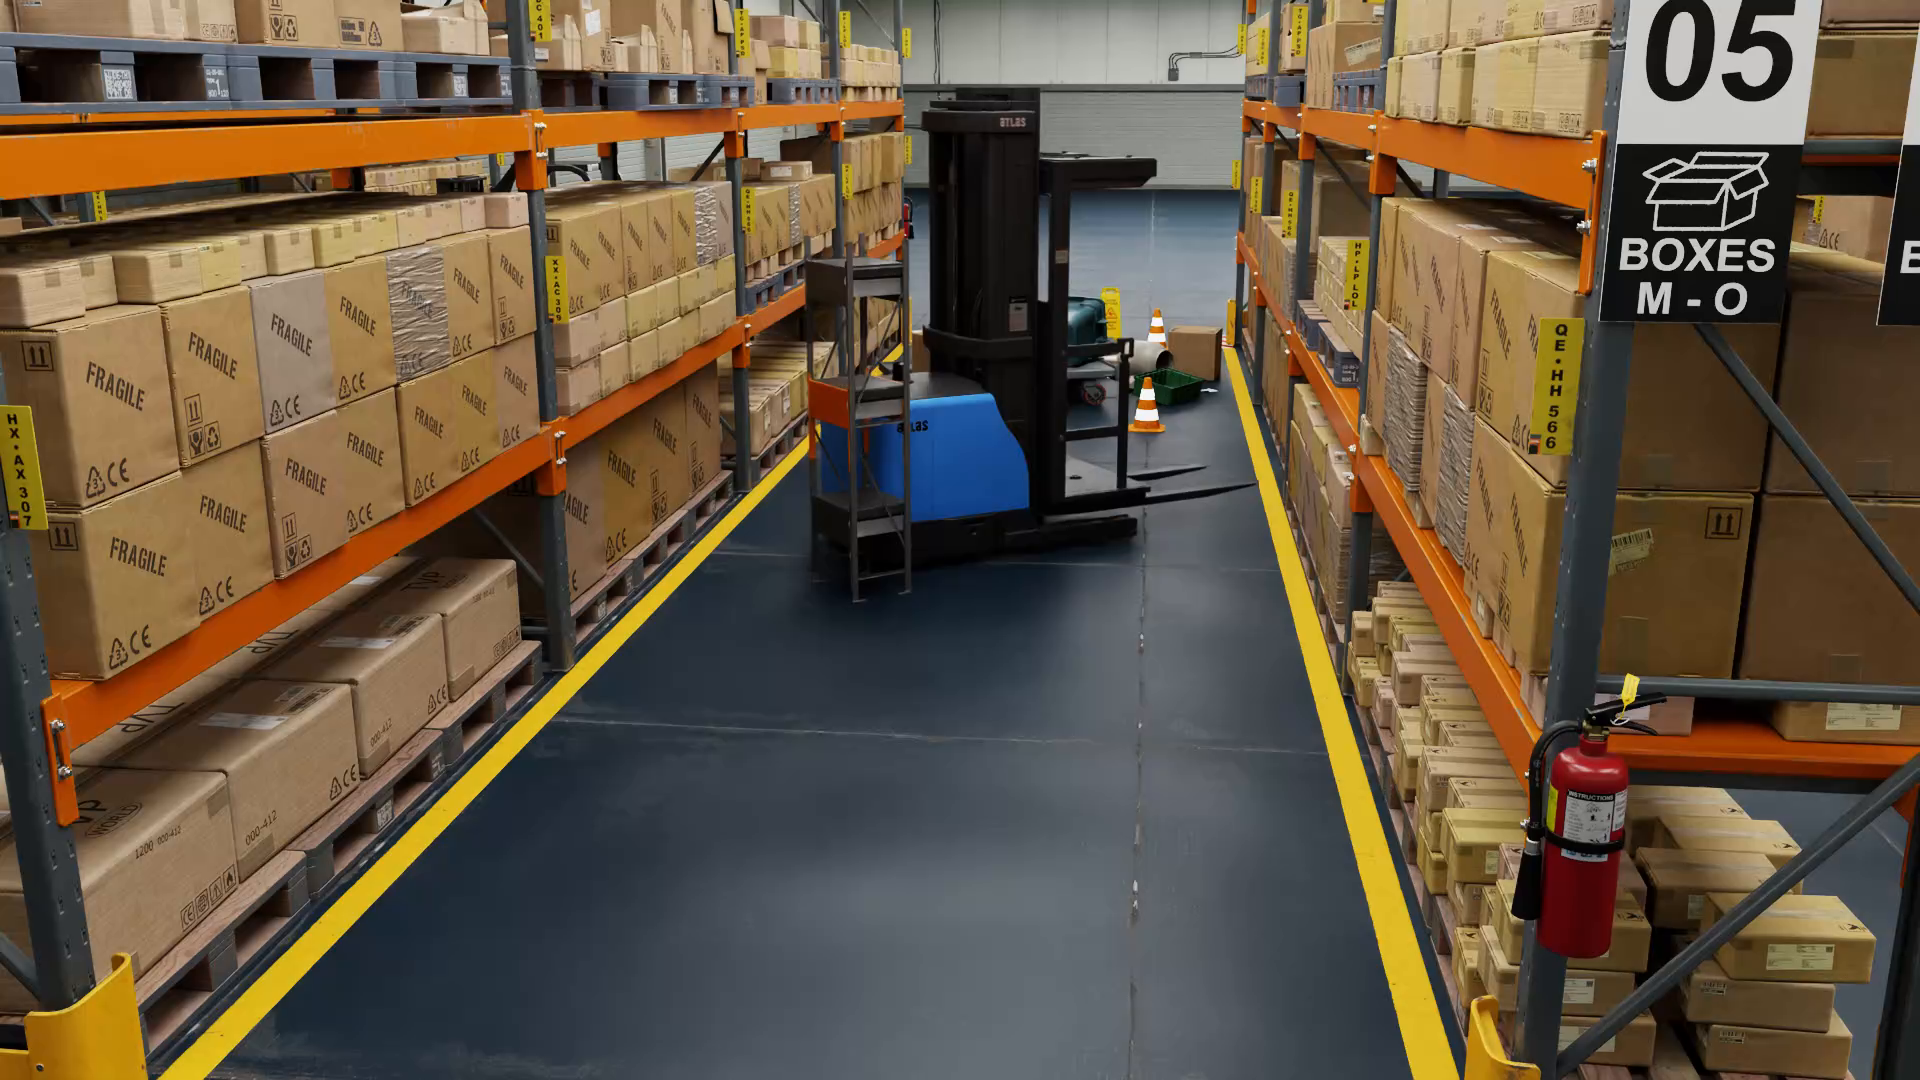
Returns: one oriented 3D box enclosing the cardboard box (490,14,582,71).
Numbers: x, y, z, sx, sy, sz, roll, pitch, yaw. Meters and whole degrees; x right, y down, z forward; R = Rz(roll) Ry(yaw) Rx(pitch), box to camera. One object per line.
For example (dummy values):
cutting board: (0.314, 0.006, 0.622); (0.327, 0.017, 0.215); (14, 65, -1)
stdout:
cardboard box: (-2.118, -2.490, 8.330); (0.396, 0.266, 0.258); (2, 15, 6)

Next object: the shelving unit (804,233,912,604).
shelving unit: (-0.599, -0.723, 9.814); (0.431, 2.100, 0.503); (-10, 18, -32)

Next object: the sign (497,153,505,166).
sign: (-5.563, -4.696, 20.109); (0.100, 0.325, 0.005); (2, 15, 6)

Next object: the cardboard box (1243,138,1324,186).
cardboard box: (3.681, -4.276, 18.872); (0.875, 0.550, 0.550); (2, 15, 6)

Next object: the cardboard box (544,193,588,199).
cardboard box: (-2.550, -1.839, 10.108); (0.500, 0.500, 0.500); (2, 15, 7)

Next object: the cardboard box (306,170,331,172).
cardboard box: (-6.764, -3.801, 17.468); (0.380, 0.149, 0.250); (1, 15, 5)

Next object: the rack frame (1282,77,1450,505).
rack frame: (2.859, -1.702, 11.711); (1.000, 3.000, 0.127); (2, 15, 6)

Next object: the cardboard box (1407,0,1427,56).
cardboard box: (2.054, -2.035, 6.524); (0.500, 0.250, 0.500); (2, 15, 6)

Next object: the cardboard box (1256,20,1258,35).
cardboard box: (3.206, -5.201, 16.859); (0.380, 0.149, 0.250); (2, 15, 7)

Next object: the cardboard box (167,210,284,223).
cardboard box: (-2.910, -1.222, 6.583); (0.380, 0.149, 0.250); (2, 15, 6)

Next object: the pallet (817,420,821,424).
pallet: (-1.706, -1.311, 15.607); (1.003, 0.211, 1.213); (2, 15, 6)

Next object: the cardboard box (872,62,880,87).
cardboard box: (-1.124, -4.879, 17.431); (0.500, 0.250, 0.500); (2, 15, 7)

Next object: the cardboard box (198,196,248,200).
cardboard box: (-6.916, -3.148, 15.624); (0.380, 0.149, 0.250); (2, 15, 6)

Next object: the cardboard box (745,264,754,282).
cardboard box: (-1.784, -2.055, 12.690); (0.380, 0.149, 0.250); (1, 15, 3)

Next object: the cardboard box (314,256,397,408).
cardboard box: (-2.479, -0.791, 6.235); (0.500, 0.500, 0.500); (2, 15, 6)

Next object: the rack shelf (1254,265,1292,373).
rack shelf: (3.085, -1.874, 13.723); (1.077, 0.370, 4.000); (2, 15, 6)

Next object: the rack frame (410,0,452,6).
rack frame: (-6.100, -6.938, 19.581); (1.000, 3.000, 0.127); (2, 15, 6)

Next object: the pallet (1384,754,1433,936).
pallet: (2.232, 1.174, 6.417); (1.003, 0.211, 1.213); (2, 15, 6)

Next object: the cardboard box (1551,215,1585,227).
cardboard box: (2.499, -0.943, 6.226); (0.500, 0.500, 0.500); (2, 15, 8)

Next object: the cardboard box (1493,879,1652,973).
cardboard box: (1.764, 1.114, 4.813); (0.380, 0.149, 0.250); (2, 15, 7)

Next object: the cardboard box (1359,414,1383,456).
cardboard box: (2.051, -0.480, 7.671); (0.380, 0.149, 0.250); (2, 15, 8)

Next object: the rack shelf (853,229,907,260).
rack shelf: (-1.394, -3.031, 18.002); (1.077, 0.370, 4.000); (2, 15, 6)

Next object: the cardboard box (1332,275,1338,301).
cardboard box: (2.492, -1.538, 10.211); (0.380, 0.149, 0.250); (2, 15, 6)

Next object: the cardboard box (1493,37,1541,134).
cardboard box: (1.795, -1.261, 4.621); (0.500, 0.250, 0.500); (2, 15, 6)

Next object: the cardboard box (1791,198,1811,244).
cardboard box: (8.431, -3.003, 15.759); (0.875, 0.500, 0.500); (2, 15, 6)

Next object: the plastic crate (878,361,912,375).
plastic crate: (-0.627, -1.833, 17.788); (0.402, 0.080, 0.583); (-4, 16, -13)

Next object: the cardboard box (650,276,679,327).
cardboard box: (-2.023, -1.457, 10.132); (0.500, 0.250, 0.500); (1, 15, 5)

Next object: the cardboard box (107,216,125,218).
cardboard box: (-6.646, -2.472, 13.123); (0.380, 0.149, 0.250); (2, 15, 7)

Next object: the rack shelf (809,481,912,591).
rack shelf: (-0.599, -0.034, 10.000); (0.431, 0.518, 0.480); (-10, 18, -32)

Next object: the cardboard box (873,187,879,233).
cardboard box: (-1.152, -3.549, 17.781); (0.500, 0.500, 0.500); (2, 15, 7)

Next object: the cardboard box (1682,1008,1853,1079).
cardboard box: (2.334, 1.420, 4.823); (0.380, 0.149, 0.250); (2, 15, 7)

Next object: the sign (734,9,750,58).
sign: (-1.520, -3.539, 11.616); (0.100, 0.325, 0.005); (2, 15, 6)

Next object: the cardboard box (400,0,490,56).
cardboard box: (-2.276, -2.244, 7.227); (0.396, 0.266, 0.258); (2, 15, 8)

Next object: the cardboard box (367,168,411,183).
cardboard box: (-6.154, -3.920, 17.908); (0.380, 0.149, 0.250); (2, 15, 6)

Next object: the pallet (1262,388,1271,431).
pallet: (3.298, -1.191, 15.163); (1.003, 0.211, 1.213); (2, 15, 6)

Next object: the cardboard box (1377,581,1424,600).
cardboard box: (2.163, 0.305, 7.806); (0.380, 0.149, 0.250); (2, 15, 9)

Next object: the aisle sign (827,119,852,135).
aisle sign: (-1.469, -5.177, 19.581); (0.394, 0.787, 0.004); (2, 15, 6)

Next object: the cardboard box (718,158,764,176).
cardboard box: (-2.024, -3.455, 15.386); (0.380, 0.149, 0.250); (2, 15, 6)

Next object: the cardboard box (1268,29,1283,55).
cardboard box: (3.111, -4.645, 15.569); (0.500, 0.250, 0.500); (2, 15, 6)

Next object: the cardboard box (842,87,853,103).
cardboard box: (-1.253, -4.326, 16.148); (0.380, 0.149, 0.250); (2, 15, 6)

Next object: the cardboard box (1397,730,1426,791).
cardboard box: (1.886, 0.849, 6.361); (0.380, 0.149, 0.250); (2, 15, 7)

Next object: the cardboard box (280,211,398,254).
cardboard box: (-2.448, -1.210, 6.539); (0.380, 0.149, 0.250); (1, 15, 5)

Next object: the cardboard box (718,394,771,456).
cardboard box: (-1.997, -0.902, 12.982); (0.950, 0.372, 0.625); (1, 15, 2)

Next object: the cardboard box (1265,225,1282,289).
cardboard box: (2.868, -2.399, 14.096); (0.500, 0.500, 0.500); (2, 15, 6)

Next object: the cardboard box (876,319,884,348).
cardboard box: (-1.112, -2.285, 18.328); (0.500, 0.250, 0.500); (1, 15, 4)

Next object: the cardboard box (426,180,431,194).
cardboard box: (-6.099, -3.910, 18.440); (0.380, 0.149, 0.250); (2, 15, 6)

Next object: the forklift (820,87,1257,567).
forklift: (0.613, -1.497, 11.082); (3.031, 2.935, 1.130); (-8, 17, -26)

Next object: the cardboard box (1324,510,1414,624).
cardboard box: (2.241, 0.140, 8.883); (0.500, 0.500, 0.500); (1, 15, 5)

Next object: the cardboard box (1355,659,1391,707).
cardboard box: (2.017, 0.663, 7.622); (0.380, 0.149, 0.250); (2, 15, 8)

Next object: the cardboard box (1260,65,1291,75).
cardboard box: (3.090, -4.554, 15.995); (0.380, 0.149, 0.250); (2, 15, 7)

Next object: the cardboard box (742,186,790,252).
cardboard box: (-1.685, -2.600, 13.464); (0.500, 0.500, 0.500); (2, 15, 7)

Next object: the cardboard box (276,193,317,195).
cardboard box: (-6.370, -3.271, 16.078); (0.380, 0.149, 0.250); (2, 15, 8)

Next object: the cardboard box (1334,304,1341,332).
cardboard box: (2.460, -1.330, 10.010); (0.380, 0.149, 0.250); (2, 15, 7)

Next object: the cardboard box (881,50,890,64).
cardboard box: (-0.991, -5.380, 18.517); (0.380, 0.149, 0.250); (2, 15, 6)
